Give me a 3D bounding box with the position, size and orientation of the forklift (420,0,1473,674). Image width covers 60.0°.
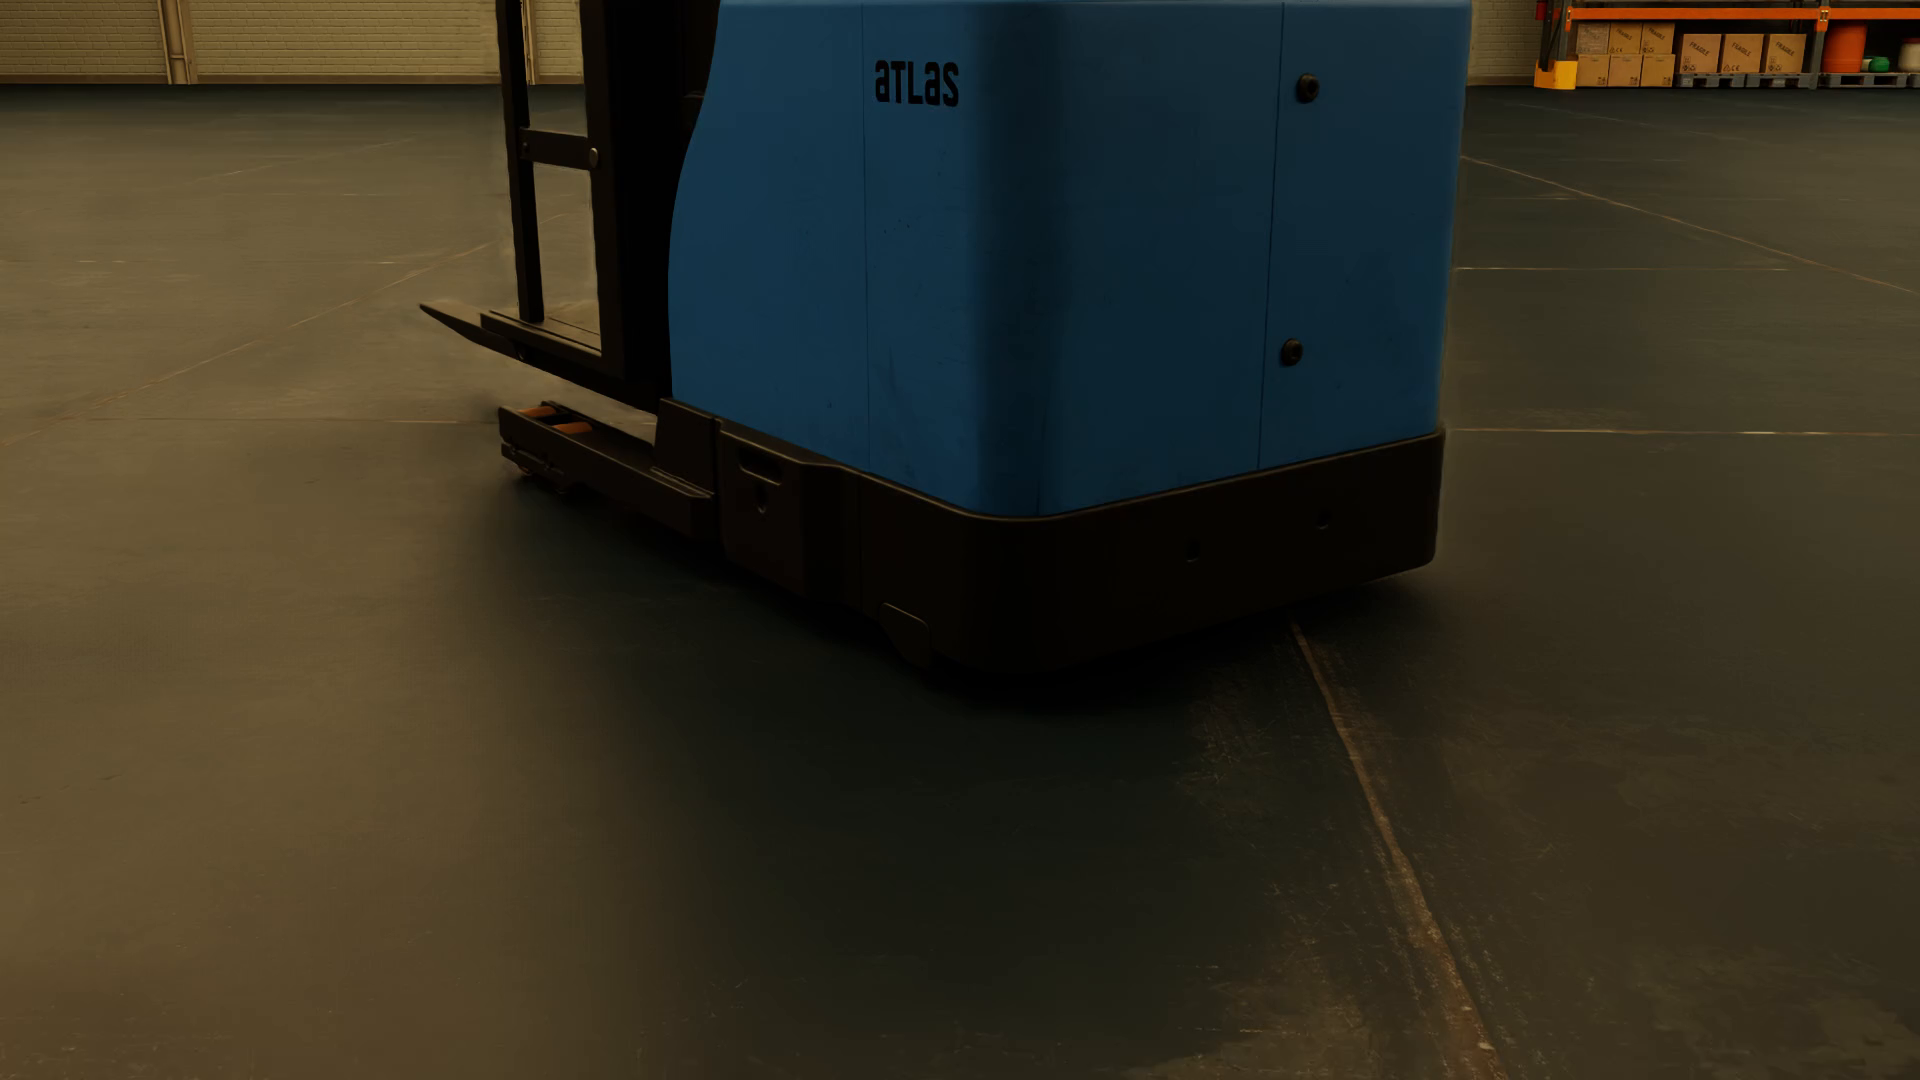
[{"bbox_3d":[-0.407,-1.572,3.492,1.130,2.935,3.031,-12,21,-34],"label":"forklift"}]
